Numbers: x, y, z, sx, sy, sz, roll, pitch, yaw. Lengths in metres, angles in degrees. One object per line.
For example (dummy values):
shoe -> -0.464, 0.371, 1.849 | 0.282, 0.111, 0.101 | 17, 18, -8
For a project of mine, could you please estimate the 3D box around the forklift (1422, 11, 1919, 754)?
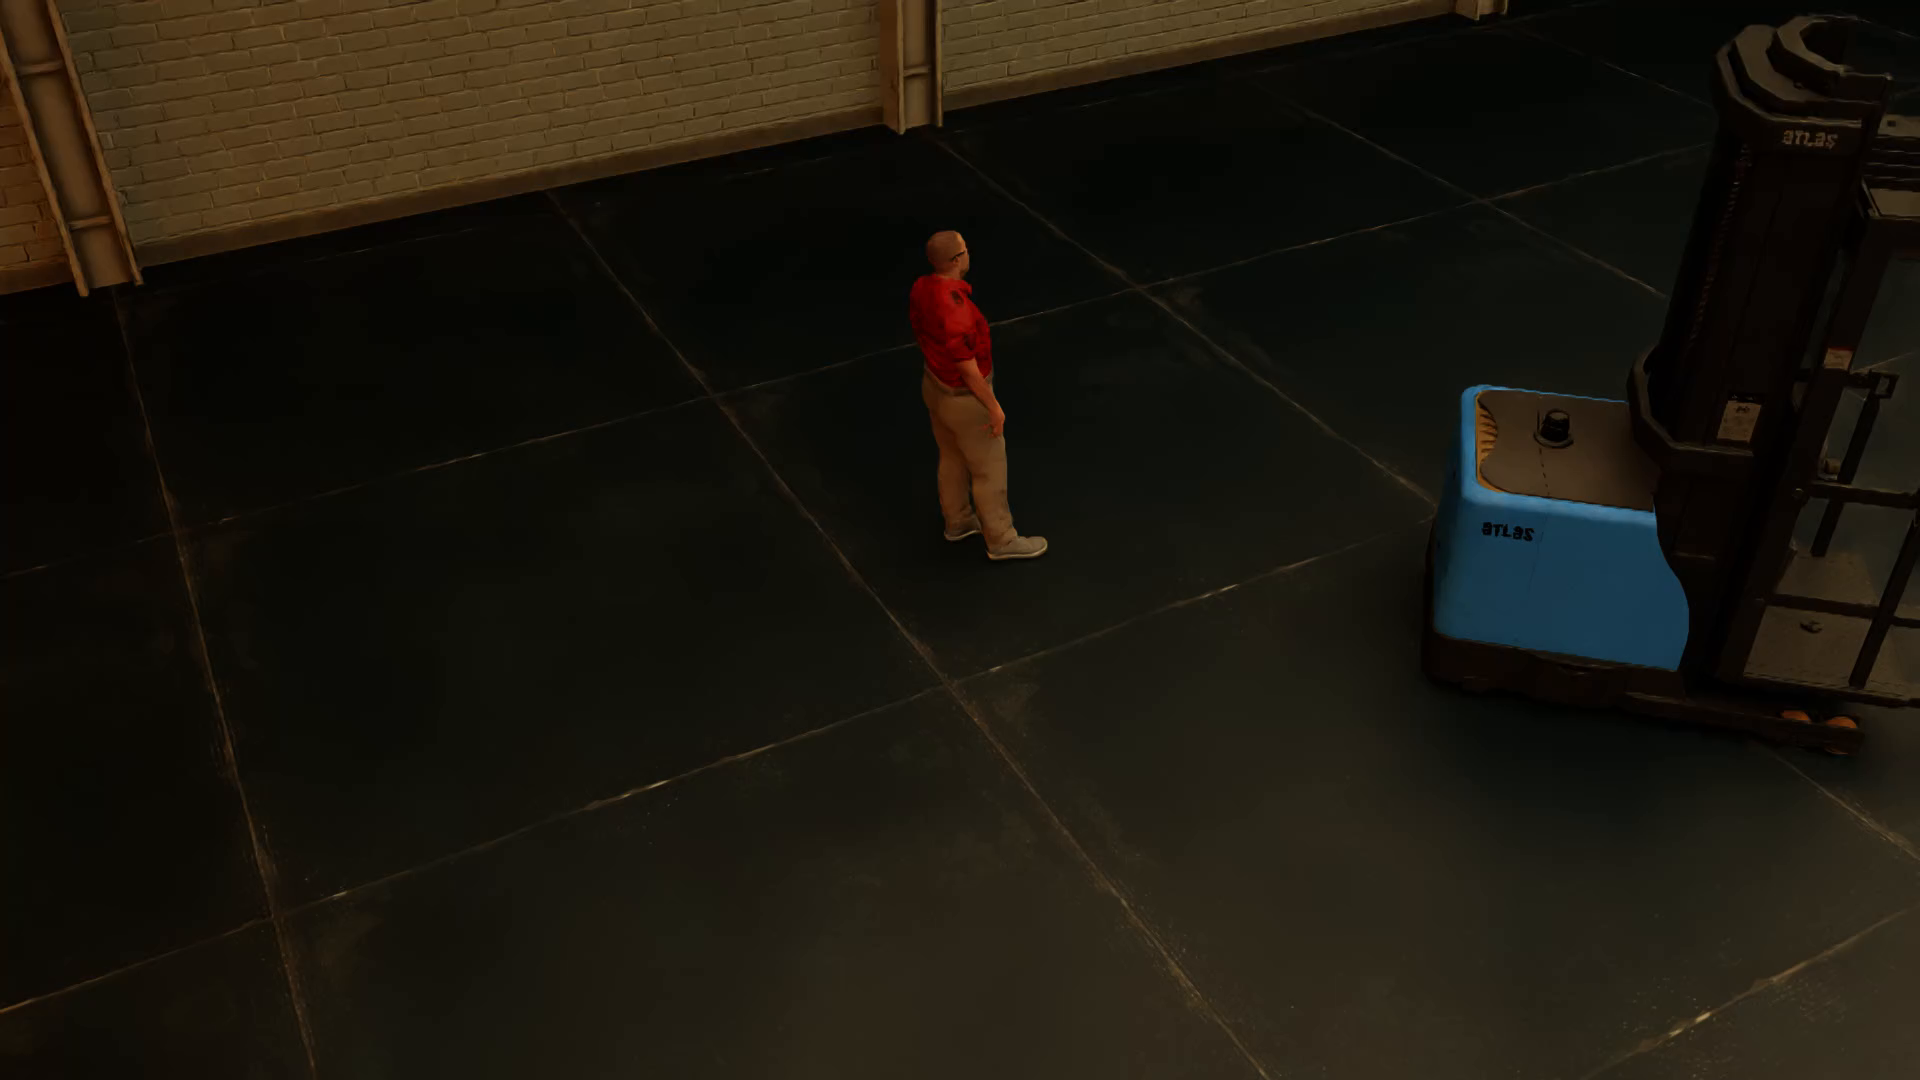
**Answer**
forklift -> 3.718, -0.593, 6.962 | 3.031, 2.935, 1.130 | 8, 36, 11

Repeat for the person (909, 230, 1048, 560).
person -> 0.085, -0.730, 8.185 | 0.550, 1.726, 0.640 | -17, 39, -23
